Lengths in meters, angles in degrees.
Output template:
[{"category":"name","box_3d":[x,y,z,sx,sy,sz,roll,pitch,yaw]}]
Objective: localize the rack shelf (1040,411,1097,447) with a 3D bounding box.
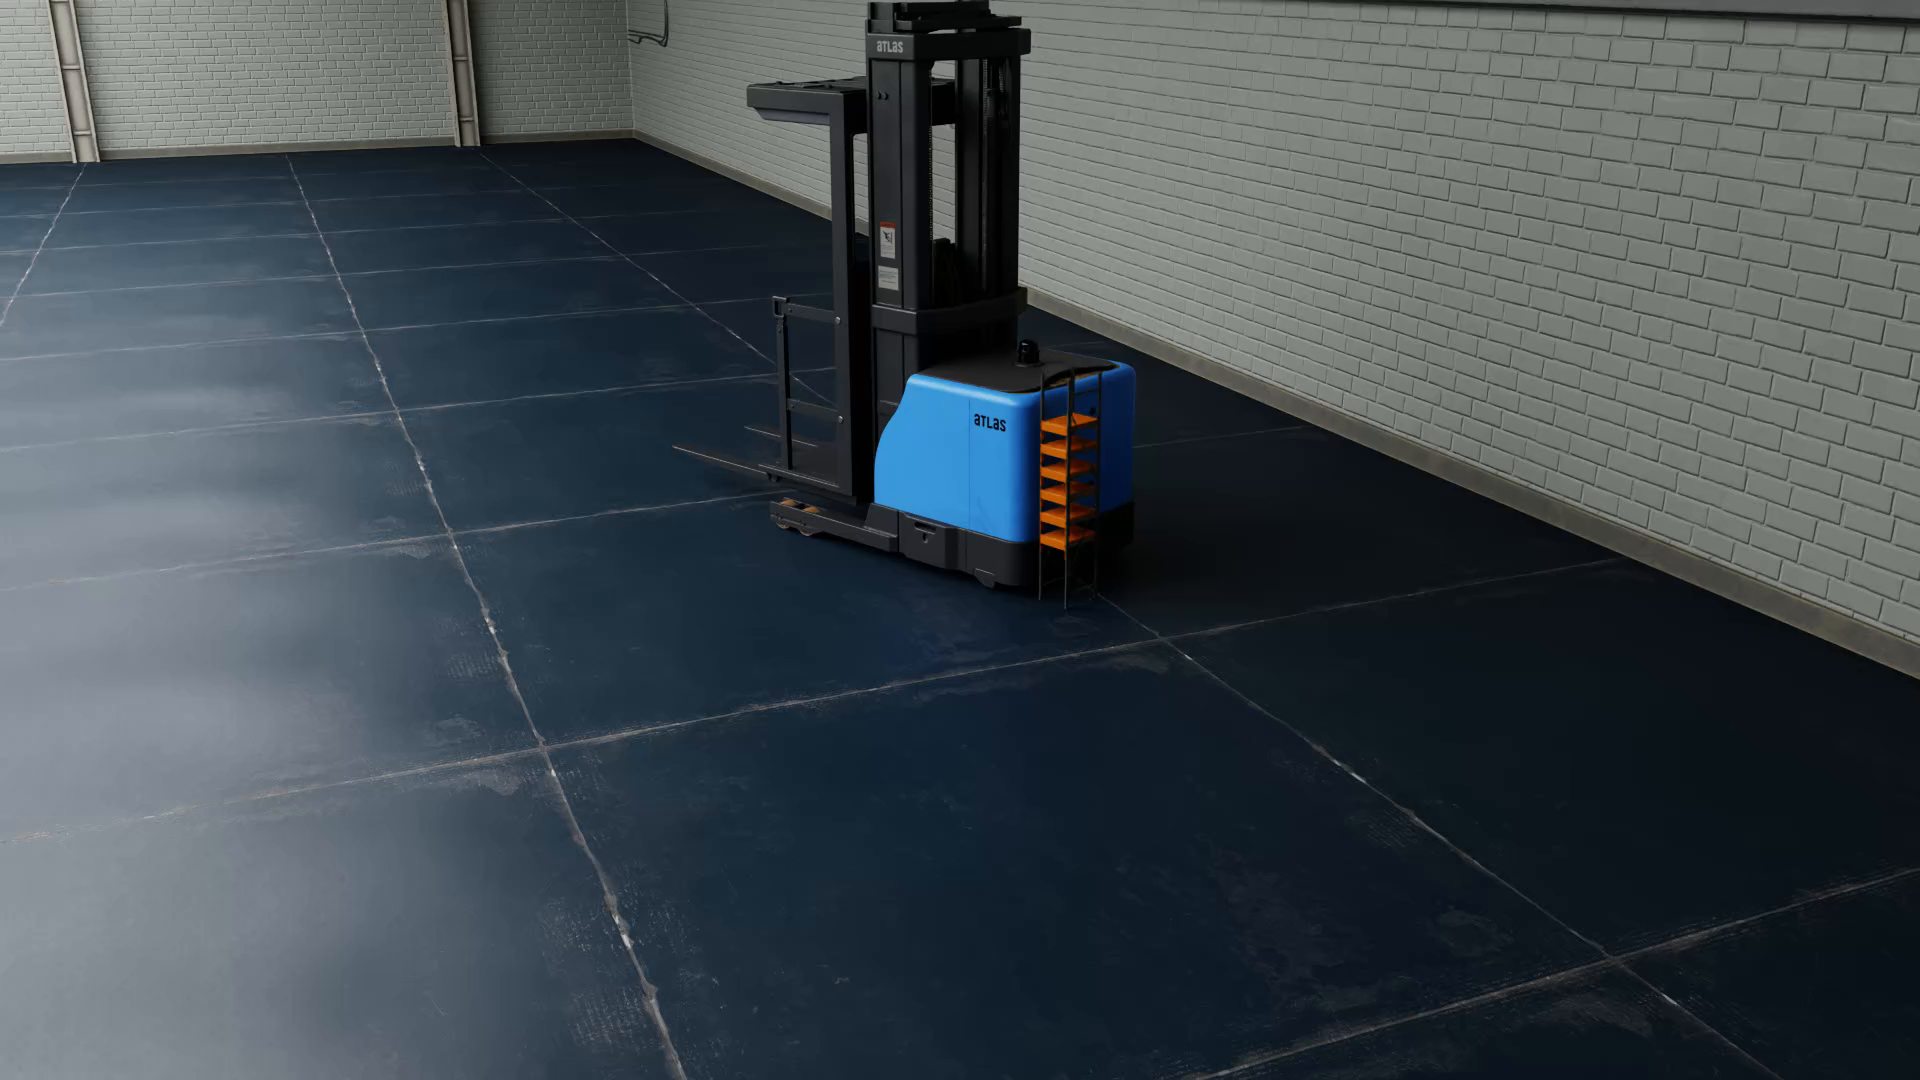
[{"category":"rack shelf","box_3d":[0.556,-0.559,8.349,0.258,0.103,0.180,-17,25,-40]}]

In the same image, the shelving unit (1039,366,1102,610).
[{"category":"shelving unit","box_3d":[0.558,-0.260,8.452,0.258,1.200,0.189,-17,25,-40]}]

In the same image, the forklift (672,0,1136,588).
[{"category":"forklift","box_3d":[-0.473,-1.521,9.428,3.031,2.935,1.130,16,25,38]}]

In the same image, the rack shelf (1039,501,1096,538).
[{"category":"rack shelf","box_3d":[0.560,-0.105,8.505,0.258,0.103,0.180,-17,25,-40]}]

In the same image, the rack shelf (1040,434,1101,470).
[{"category":"rack shelf","box_3d":[0.557,-0.445,8.388,0.258,0.103,0.180,-17,25,-40]}]

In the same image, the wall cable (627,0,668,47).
[{"category":"wall cable","box_3d":[-5.414,-9.696,28.185,0.112,2.526,3.097,-8,21,-22]}]

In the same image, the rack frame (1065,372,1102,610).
[{"category":"rack frame","box_3d":[0.621,-0.239,8.388,0.240,1.200,0.006,-17,25,-40]}]

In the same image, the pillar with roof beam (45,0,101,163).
[{"category":"pillar with roof beam","box_3d":[-12.447,-9.074,21.744,0.400,9.000,9.100,-8,21,-22]}]

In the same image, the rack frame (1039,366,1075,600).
[{"category":"rack frame","box_3d":[0.496,-0.282,8.515,0.240,1.200,0.006,-17,25,-40]}]

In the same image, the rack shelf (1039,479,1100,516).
[{"category":"rack shelf","box_3d":[0.559,-0.218,8.466,0.258,0.103,0.180,-17,25,-40]}]

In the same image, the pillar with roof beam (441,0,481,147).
[{"category":"pillar with roof beam","box_3d":[-6.938,-9.863,23.985,0.400,9.000,9.100,-8,21,-22]}]

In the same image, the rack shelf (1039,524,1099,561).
[{"category":"rack shelf","box_3d":[0.561,0.009,8.544,0.258,0.103,0.180,-17,25,-40]}]

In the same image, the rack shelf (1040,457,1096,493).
[{"category":"rack shelf","box_3d":[0.558,-0.332,8.427,0.258,0.103,0.180,-17,25,-40]}]
